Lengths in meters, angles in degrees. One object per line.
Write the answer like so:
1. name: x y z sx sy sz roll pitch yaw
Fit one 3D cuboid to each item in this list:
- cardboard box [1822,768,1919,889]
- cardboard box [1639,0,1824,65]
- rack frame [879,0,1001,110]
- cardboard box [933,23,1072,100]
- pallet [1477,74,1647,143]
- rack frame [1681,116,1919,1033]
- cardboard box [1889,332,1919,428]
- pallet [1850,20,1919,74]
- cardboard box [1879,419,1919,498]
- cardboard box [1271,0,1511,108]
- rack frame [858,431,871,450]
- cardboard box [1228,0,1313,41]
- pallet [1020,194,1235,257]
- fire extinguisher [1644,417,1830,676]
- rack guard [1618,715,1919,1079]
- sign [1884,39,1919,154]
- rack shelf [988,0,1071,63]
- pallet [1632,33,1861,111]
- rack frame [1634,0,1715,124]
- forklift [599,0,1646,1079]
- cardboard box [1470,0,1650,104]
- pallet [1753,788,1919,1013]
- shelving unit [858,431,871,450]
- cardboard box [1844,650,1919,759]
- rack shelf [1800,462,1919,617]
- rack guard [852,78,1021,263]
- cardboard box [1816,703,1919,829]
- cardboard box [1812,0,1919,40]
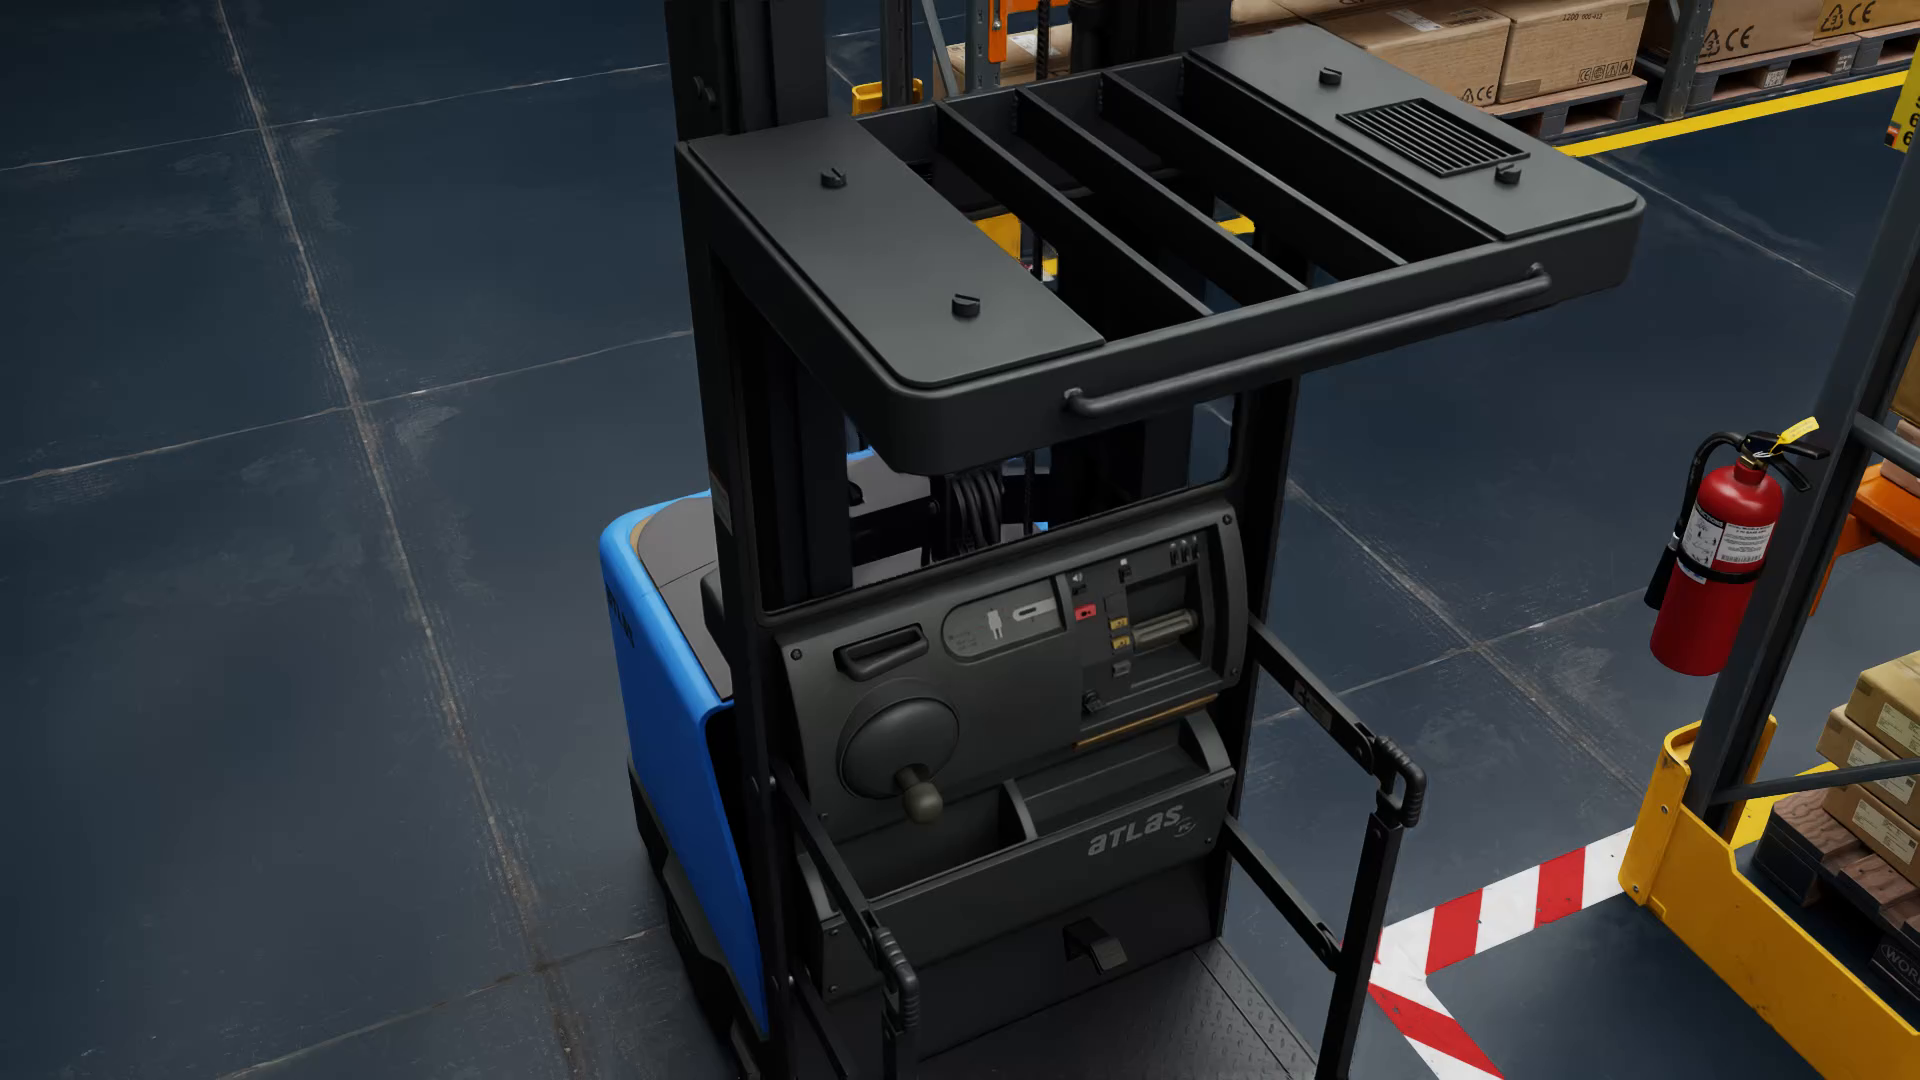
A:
1. cardboard box: 2.484 0.726 4.294 0.250 0.149 0.380 -15 39 -19
2. cardboard box: 4.050 -3.177 8.946 0.875 0.875 0.875 -14 39 -19
3. rack frame: -0.098 -2.649 6.803 0.127 3.000 1.000 -16 39 -20
4. cardboard box: 0.457 -2.009 7.739 0.875 0.438 0.875 -17 40 -21
5. pallet: 2.801 -2.391 8.796 1.213 0.211 1.003 -16 39 -20
6. rack frame: 2.096 -0.005 3.239 0.127 3.000 1.000 -16 39 -20
7. cardboard box: 2.394 -0.417 3.461 0.500 0.500 0.500 -15 39 -19
8. pallet: 5.295 -3.088 9.737 1.213 0.211 1.003 -16 39 -20
9. cardboard box: 2.271 -0.139 3.630 0.250 0.149 0.380 -16 39 -20
10. cardboard box: 2.098 -2.473 8.364 0.875 0.438 0.875 -17 40 -21
11. rack frame: -0.383 -0.495 5.159 0.032 1.500 0.500 -16 39 -20
12. cardboard box: 1.281 -2.246 8.058 0.875 0.438 0.875 -15 39 -19
13. pallet: 0.592 -1.773 7.964 1.213 0.211 1.003 -16 39 -20
14. fire extinguisher: 1.672 -0.009 3.622 0.183 0.674 0.296 -16 39 -20
15. rack guard: 2.165 0.980 4.009 0.348 0.500 1.175 -16 39 -20
16. sign: 1.879 -0.901 3.210 0.005 0.325 0.100 -16 39 -20
17. rack shelf: 1.712 -2.866 7.700 4.000 0.370 1.077 -16 39 -20
18. pallet: 4.189 -2.777 9.317 1.213 0.211 1.003 -16 39 -20
19. rack frame: 3.523 -3.661 8.168 0.127 3.000 1.000 -16 39 -20
20. forklift: 0.222 0.289 2.900 1.130 2.935 3.031 -17 40 -21
21. cardboard box: 2.909 -2.700 8.670 0.875 0.438 0.875 -16 40 -21
22. pallet: 2.915 0.909 4.347 1.213 0.211 1.003 -16 39 -20
23. shelving unit: 0.077 -0.624 5.332 1.048 1.500 0.538 -16 39 -20
24. cardboard box: 2.468 0.462 4.151 0.250 0.149 0.380 -15 39 -19
25. rack shelf: 3.907 -0.222 4.136 4.000 0.370 1.077 -16 39 -20
26. rack guard: -0.120 -1.639 7.540 0.348 0.500 1.175 -16 39 -20
27. cardboard box: 2.453 0.564 4.262 0.250 0.149 0.380 -17 40 -21
28. cardboard box: 4.864 -3.410 9.260 0.875 0.875 0.875 -14 39 -19
